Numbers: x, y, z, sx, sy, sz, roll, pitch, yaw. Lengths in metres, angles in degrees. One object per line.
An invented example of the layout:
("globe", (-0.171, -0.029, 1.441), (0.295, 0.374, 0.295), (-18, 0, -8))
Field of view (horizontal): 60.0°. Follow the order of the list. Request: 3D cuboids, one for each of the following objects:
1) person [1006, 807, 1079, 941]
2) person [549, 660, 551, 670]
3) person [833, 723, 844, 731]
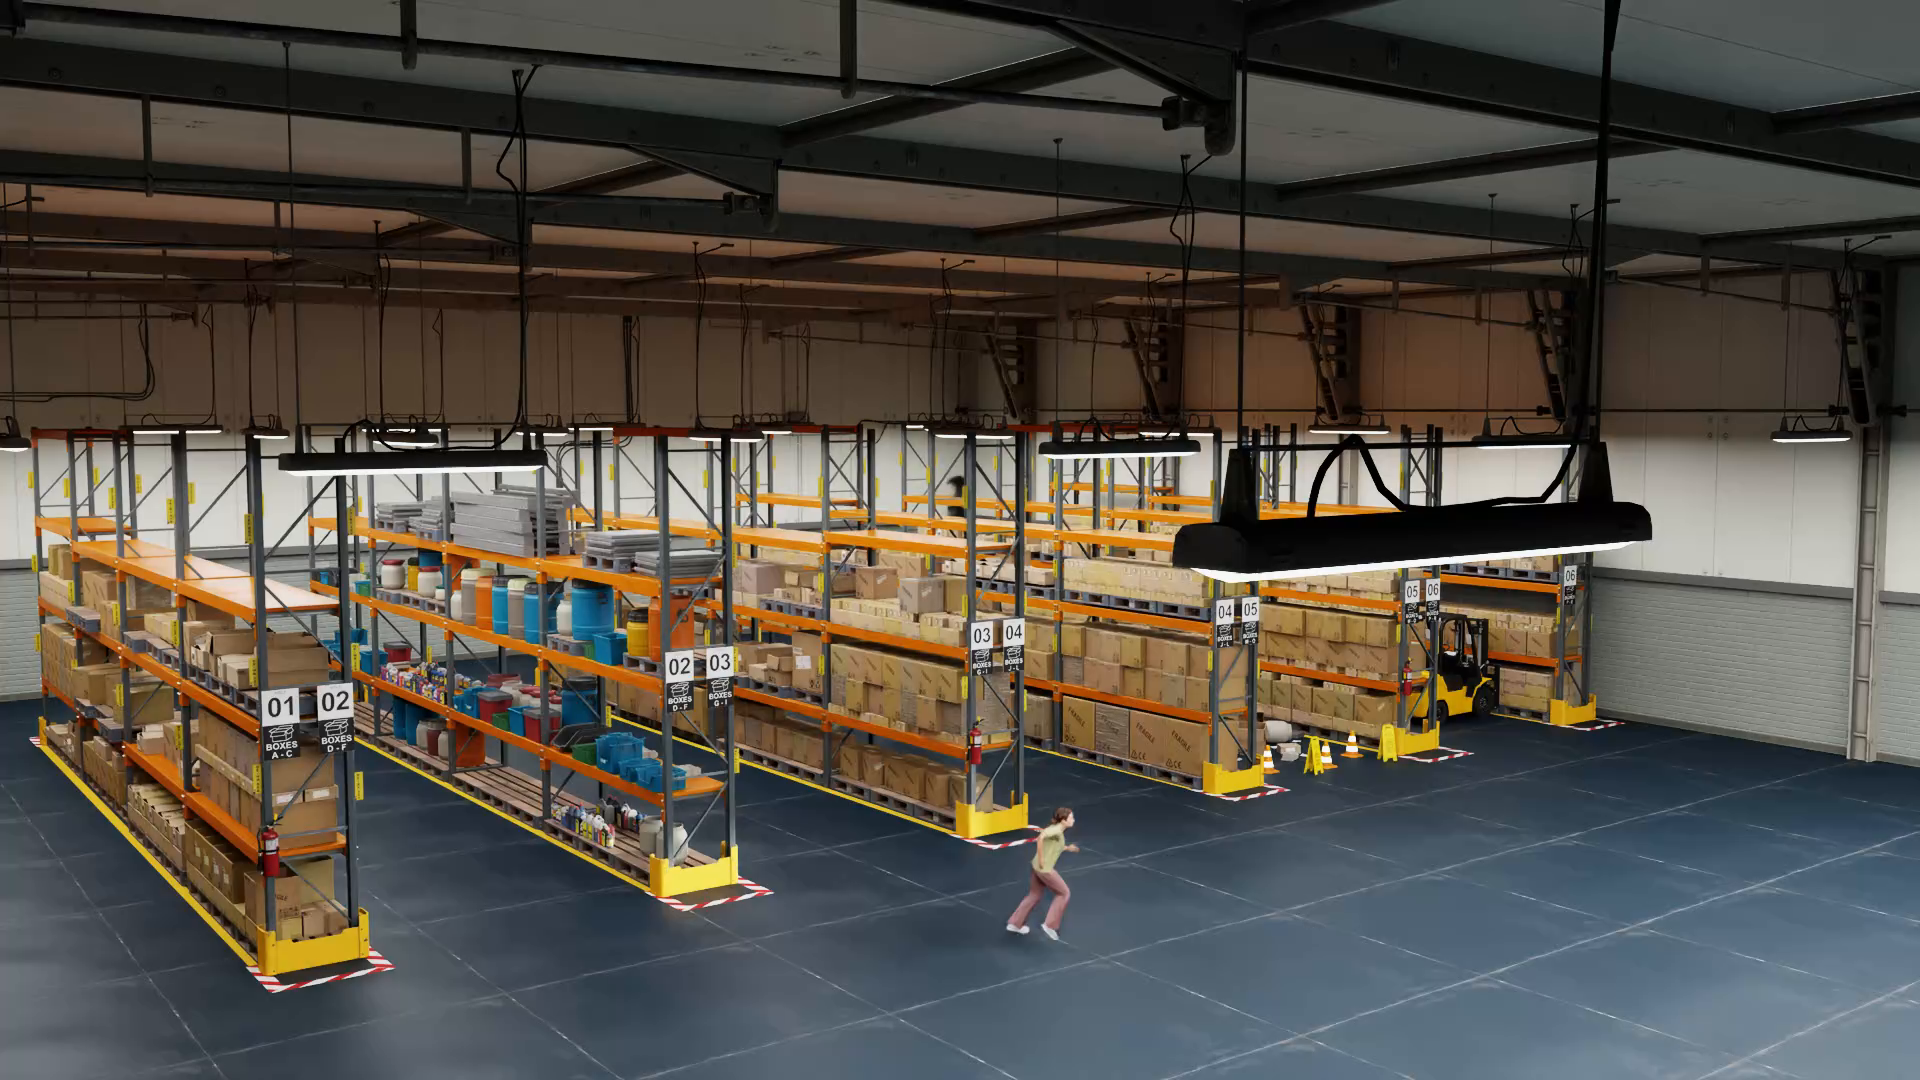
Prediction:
("person", (0.990, 4.001, 19.868), (0.879, 1.647, 0.606), (0, 4, -3))
("person", (-9.567, 2.410, 39.666), (0.586, 1.639, 0.568), (3, 5, 30))
("person", (-2.302, 3.045, 31.664), (0.850, 1.727, 0.675), (0, 4, 5))
